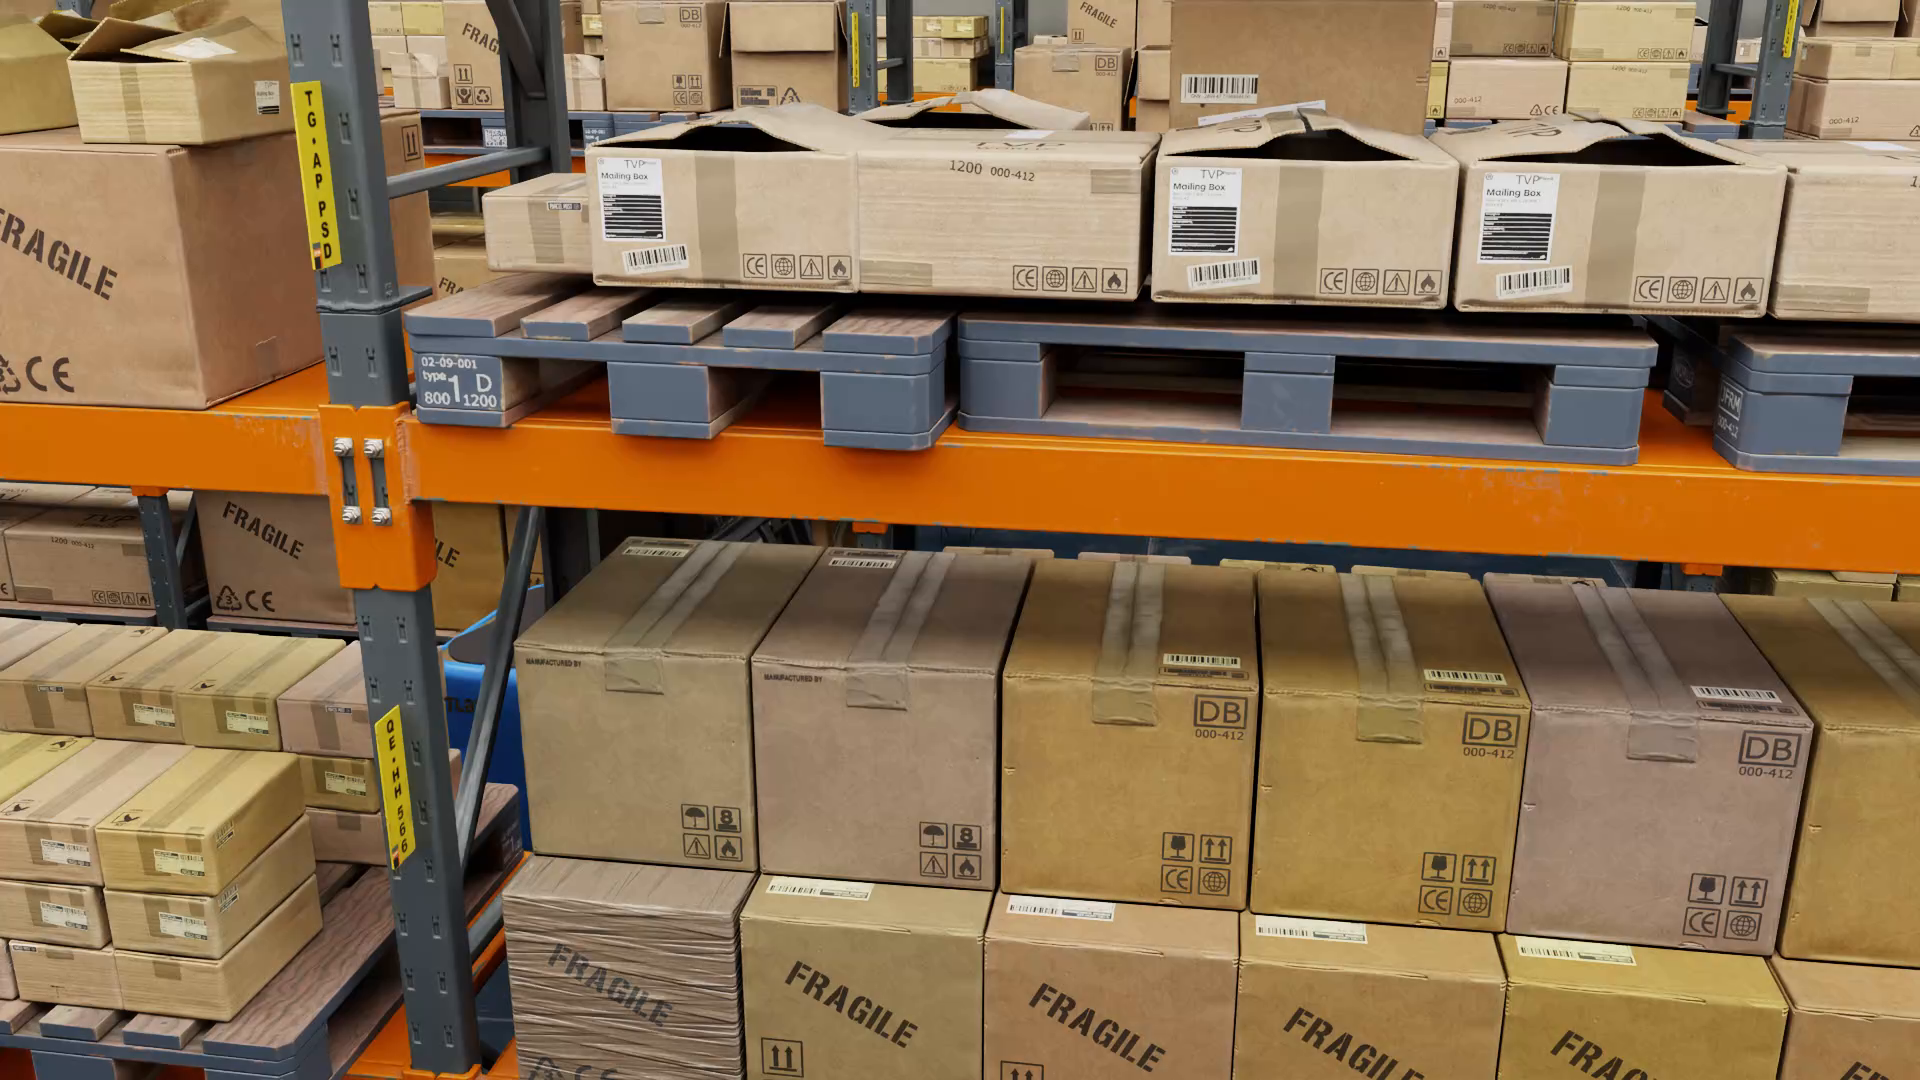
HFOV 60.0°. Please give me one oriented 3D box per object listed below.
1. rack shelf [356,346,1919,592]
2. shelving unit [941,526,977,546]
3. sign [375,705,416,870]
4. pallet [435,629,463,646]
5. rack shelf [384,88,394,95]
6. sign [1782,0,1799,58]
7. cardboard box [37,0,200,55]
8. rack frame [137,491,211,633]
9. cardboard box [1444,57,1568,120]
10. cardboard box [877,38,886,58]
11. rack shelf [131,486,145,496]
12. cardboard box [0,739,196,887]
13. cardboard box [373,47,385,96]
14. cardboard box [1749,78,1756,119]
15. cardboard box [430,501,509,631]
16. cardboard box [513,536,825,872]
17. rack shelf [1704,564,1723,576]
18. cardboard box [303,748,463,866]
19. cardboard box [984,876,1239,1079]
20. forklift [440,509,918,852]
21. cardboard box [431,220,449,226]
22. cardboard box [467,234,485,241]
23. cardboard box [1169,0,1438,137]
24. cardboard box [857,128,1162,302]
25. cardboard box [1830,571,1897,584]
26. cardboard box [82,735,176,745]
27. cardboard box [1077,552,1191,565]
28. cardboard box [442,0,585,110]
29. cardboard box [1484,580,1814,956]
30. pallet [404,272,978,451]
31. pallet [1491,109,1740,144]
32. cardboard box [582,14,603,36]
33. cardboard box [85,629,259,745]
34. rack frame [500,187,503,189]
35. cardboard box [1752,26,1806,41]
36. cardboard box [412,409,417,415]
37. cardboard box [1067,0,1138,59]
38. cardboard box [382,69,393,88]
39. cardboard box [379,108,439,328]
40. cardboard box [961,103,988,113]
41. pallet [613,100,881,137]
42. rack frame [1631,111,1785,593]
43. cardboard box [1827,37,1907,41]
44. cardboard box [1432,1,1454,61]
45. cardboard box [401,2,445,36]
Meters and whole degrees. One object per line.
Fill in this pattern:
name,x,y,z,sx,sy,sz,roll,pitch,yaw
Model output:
rack shelf,0.908,-0.137,3.393,4.000,0.370,1.077,3,19,9
shelving unit,-0.008,-0.427,11.162,0.210,0.900,0.258,3,19,9
sign,-1.144,0.502,3.375,0.005,0.325,0.100,3,19,9
pallet,-2.349,0.484,9.523,1.213,0.211,1.003,3,19,9
rack shelf,-5.522,-3.651,13.894,4.000,0.370,1.077,3,19,9
sign,3.483,-2.192,6.963,0.005,0.325,0.100,3,19,9
cardboard box,-1.932,-1.122,3.839,0.258,0.266,0.396,3,19,9
rack frame,-4.331,-0.914,9.307,0.127,3.000,1.000,3,19,9
cardboard box,2.469,-2.073,7.618,0.500,0.250,0.500,3,19,9
cardboard box,-0.494,-3.791,12.787,0.250,0.149,0.380,3,19,10
rack shelf,-6.306,-0.673,9.722,4.000,0.370,1.077,3,19,9
cardboard box,-1.871,0.587,3.619,0.250,0.149,0.380,3,19,8
cardboard box,-3.427,-2.515,8.843,0.500,0.311,0.500,3,19,9
cardboard box,4.048,-2.066,7.790,0.500,0.250,0.500,3,19,8
cardboard box,-2.813,-0.056,9.431,0.875,0.875,0.875,3,19,10
cardboard box,-0.625,0.347,3.804,0.500,0.500,0.700,3,19,8
rack shelf,5.542,-0.070,7.917,4.000,0.370,1.077,3,19,9
cardboard box,-1.477,0.677,4.285,0.250,0.149,0.380,3,19,8
cardboard box,0.334,0.953,3.569,0.500,0.500,0.500,3,19,9
forklift,-0.575,0.077,6.454,3.031,2.935,1.130,5,19,15
cardboard box,-4.586,-2.509,13.842,0.500,0.250,0.500,3,19,9
cardboard box,-2.327,-1.415,9.071,0.500,0.500,0.500,3,19,10
cardboard box,0.694,-0.873,3.482,0.500,0.500,0.500,3,19,9
cardboard box,0.107,-0.624,3.131,0.500,0.250,0.500,3,19,10
cardboard box,4.221,0.070,7.835,0.250,0.149,0.380,3,19,9
cardboard box,-2.044,0.510,4.318,0.250,0.149,0.380,2,19,7
cardboard box,0.905,0.401,8.858,0.625,0.372,0.950,3,19,8
cardboard box,-2.168,-2.380,8.141,0.500,0.500,0.500,3,19,9
cardboard box,1.384,0.449,3.500,0.500,0.500,0.700,3,19,9
pallet,-0.423,-0.474,3.562,1.003,0.211,1.213,4,19,11
pallet,2.975,-1.909,7.850,1.003,0.211,1.213,3,19,9
cardboard box,-2.804,-3.991,12.883,0.250,0.149,0.380,3,19,8
cardboard box,-2.000,0.371,4.264,0.250,0.149,0.380,3,19,8
rack frame,-3.547,-2.469,13.955,0.127,3.000,1.000,3,19,9
cardboard box,5.769,-3.502,11.707,0.258,0.266,0.396,2,19,7
cardboard box,-2.924,-0.682,8.849,0.500,0.250,0.500,3,19,8
cardboard box,1.079,-3.872,12.442,0.500,0.500,0.500,3,19,9
cardboard box,-4.454,-3.728,13.385,0.250,0.149,0.380,4,19,10
cardboard box,-1.589,-0.739,3.899,0.500,0.500,0.500,3,19,9
cardboard box,0.155,-1.989,8.006,0.258,0.266,0.396,3,19,9
pallet,-1.026,-2.061,8.307,1.003,0.211,1.213,4,19,11
rack frame,3.568,-0.511,8.104,0.127,3.000,1.000,3,19,9
cardboard box,4.184,-2.256,7.731,0.250,0.149,0.380,2,19,7
cardboard box,1.964,-2.333,7.607,0.500,0.250,0.500,3,19,10
cardboard box,-4.084,-4.149,13.227,0.500,0.250,0.500,3,19,9
